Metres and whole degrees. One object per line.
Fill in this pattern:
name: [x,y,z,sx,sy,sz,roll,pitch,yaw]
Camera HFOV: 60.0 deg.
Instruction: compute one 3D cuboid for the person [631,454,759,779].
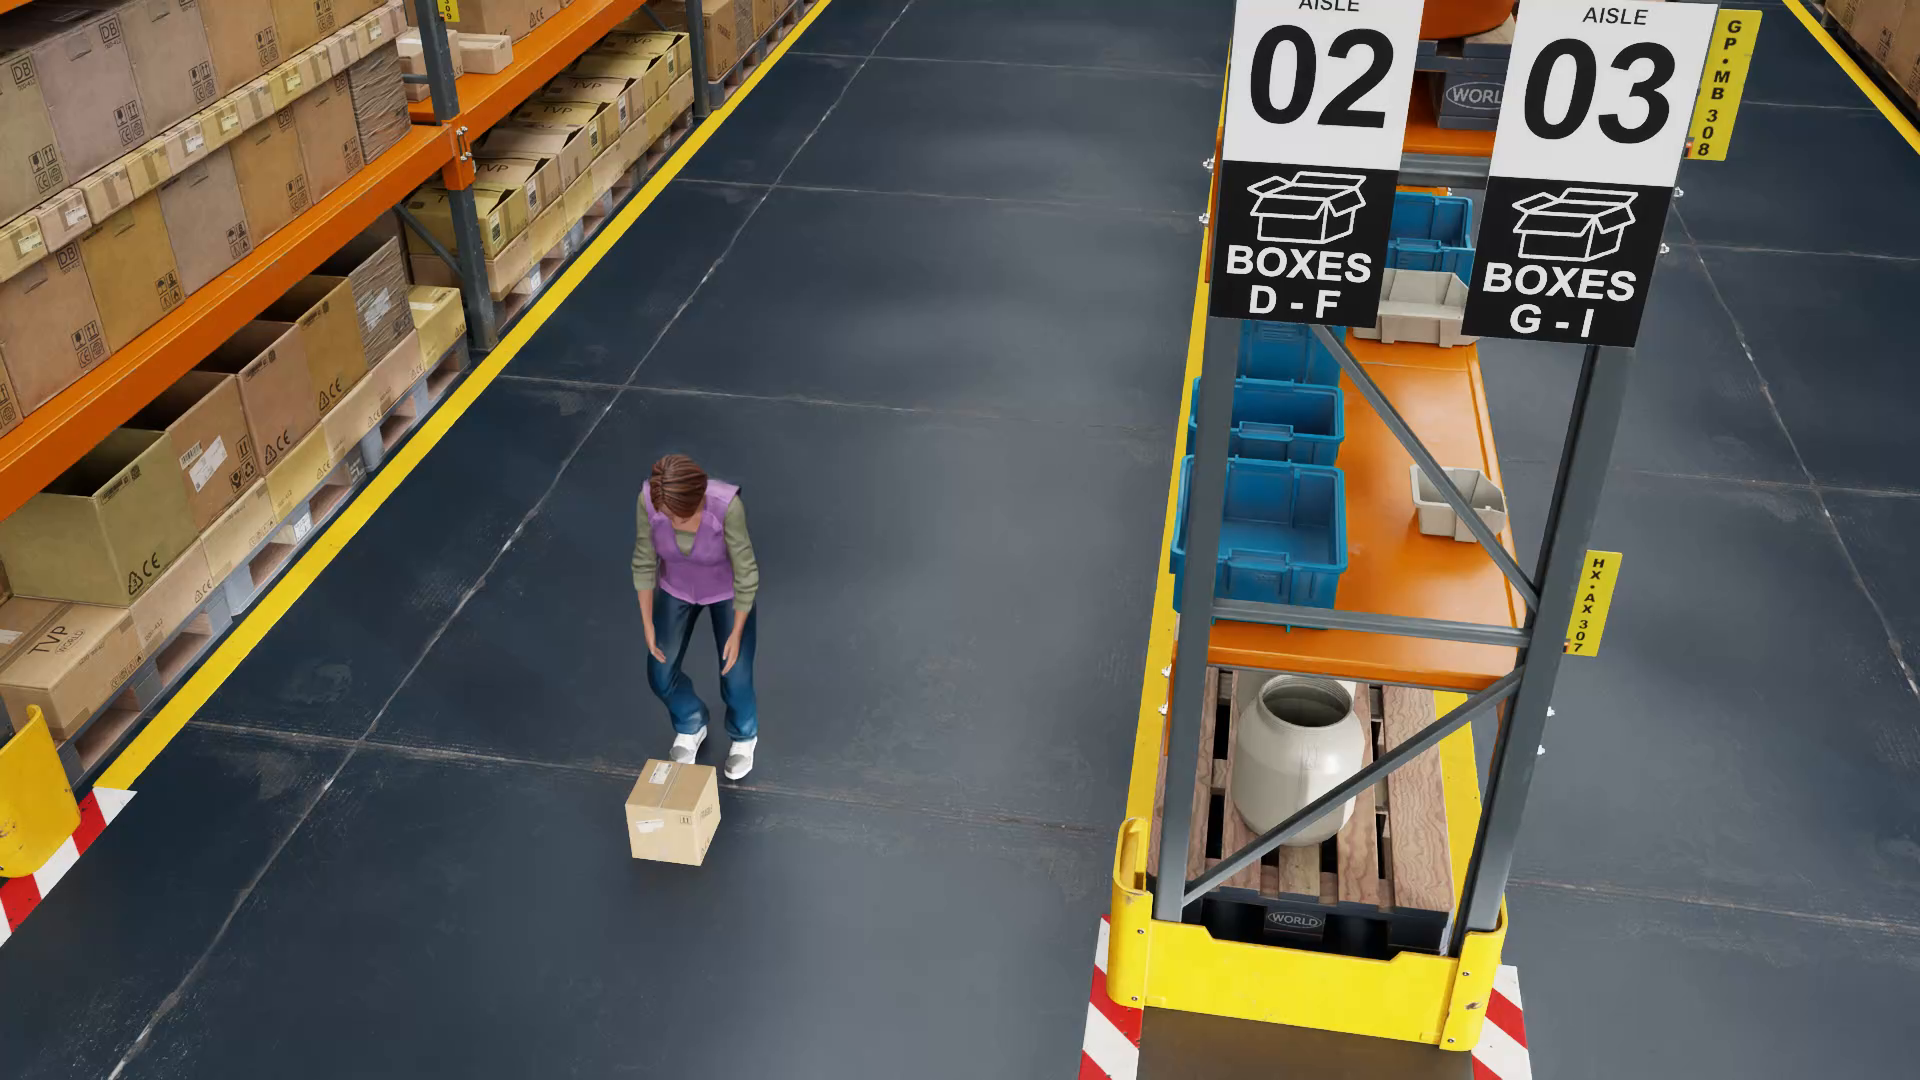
person: [-0.909,0.244,5.941,0.456,1.423,0.560,6,33,9]
